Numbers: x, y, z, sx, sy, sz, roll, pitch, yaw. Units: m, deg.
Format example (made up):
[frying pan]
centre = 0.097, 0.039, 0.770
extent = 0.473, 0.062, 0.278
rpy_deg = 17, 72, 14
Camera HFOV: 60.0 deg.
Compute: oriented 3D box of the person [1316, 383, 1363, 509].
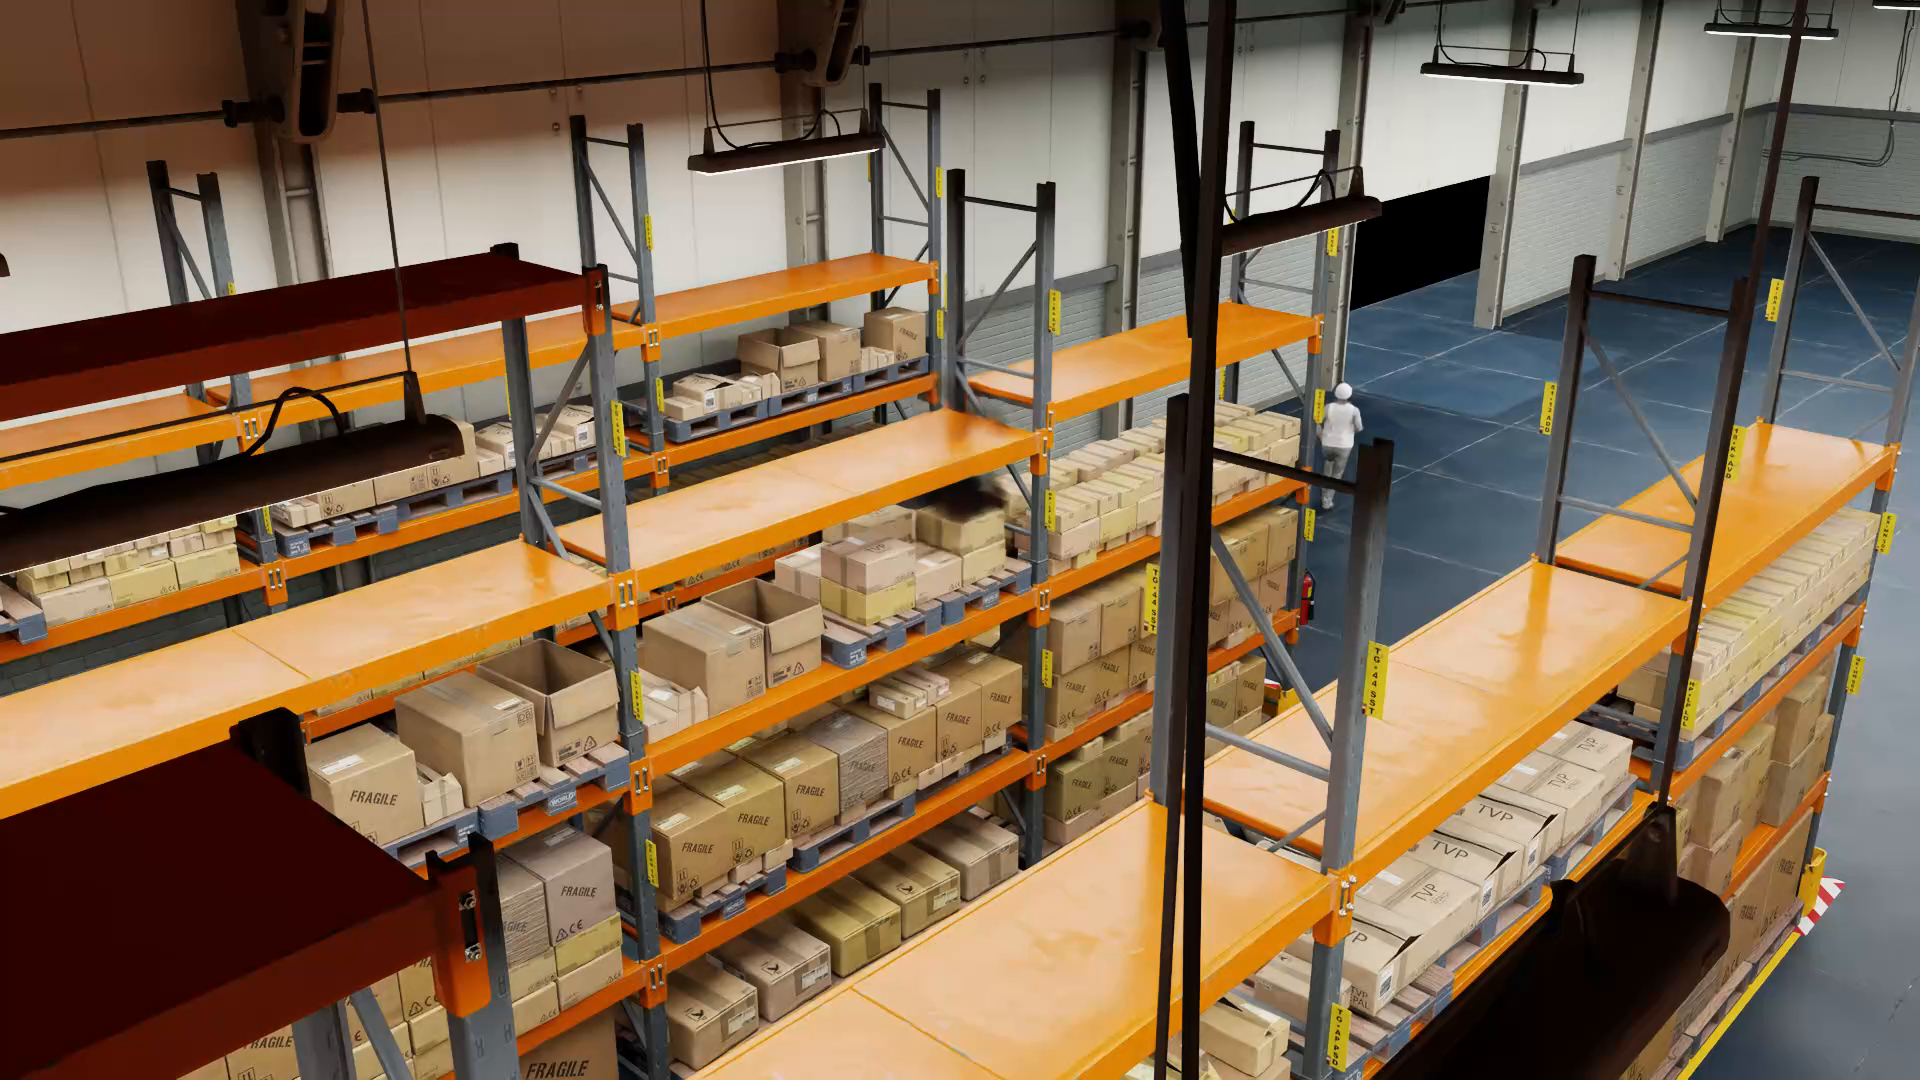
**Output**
[person]
centre = 5.194, -1.285, 22.925
extent = 0.640, 1.795, 0.777
rpy_deg = 11, 24, 26
